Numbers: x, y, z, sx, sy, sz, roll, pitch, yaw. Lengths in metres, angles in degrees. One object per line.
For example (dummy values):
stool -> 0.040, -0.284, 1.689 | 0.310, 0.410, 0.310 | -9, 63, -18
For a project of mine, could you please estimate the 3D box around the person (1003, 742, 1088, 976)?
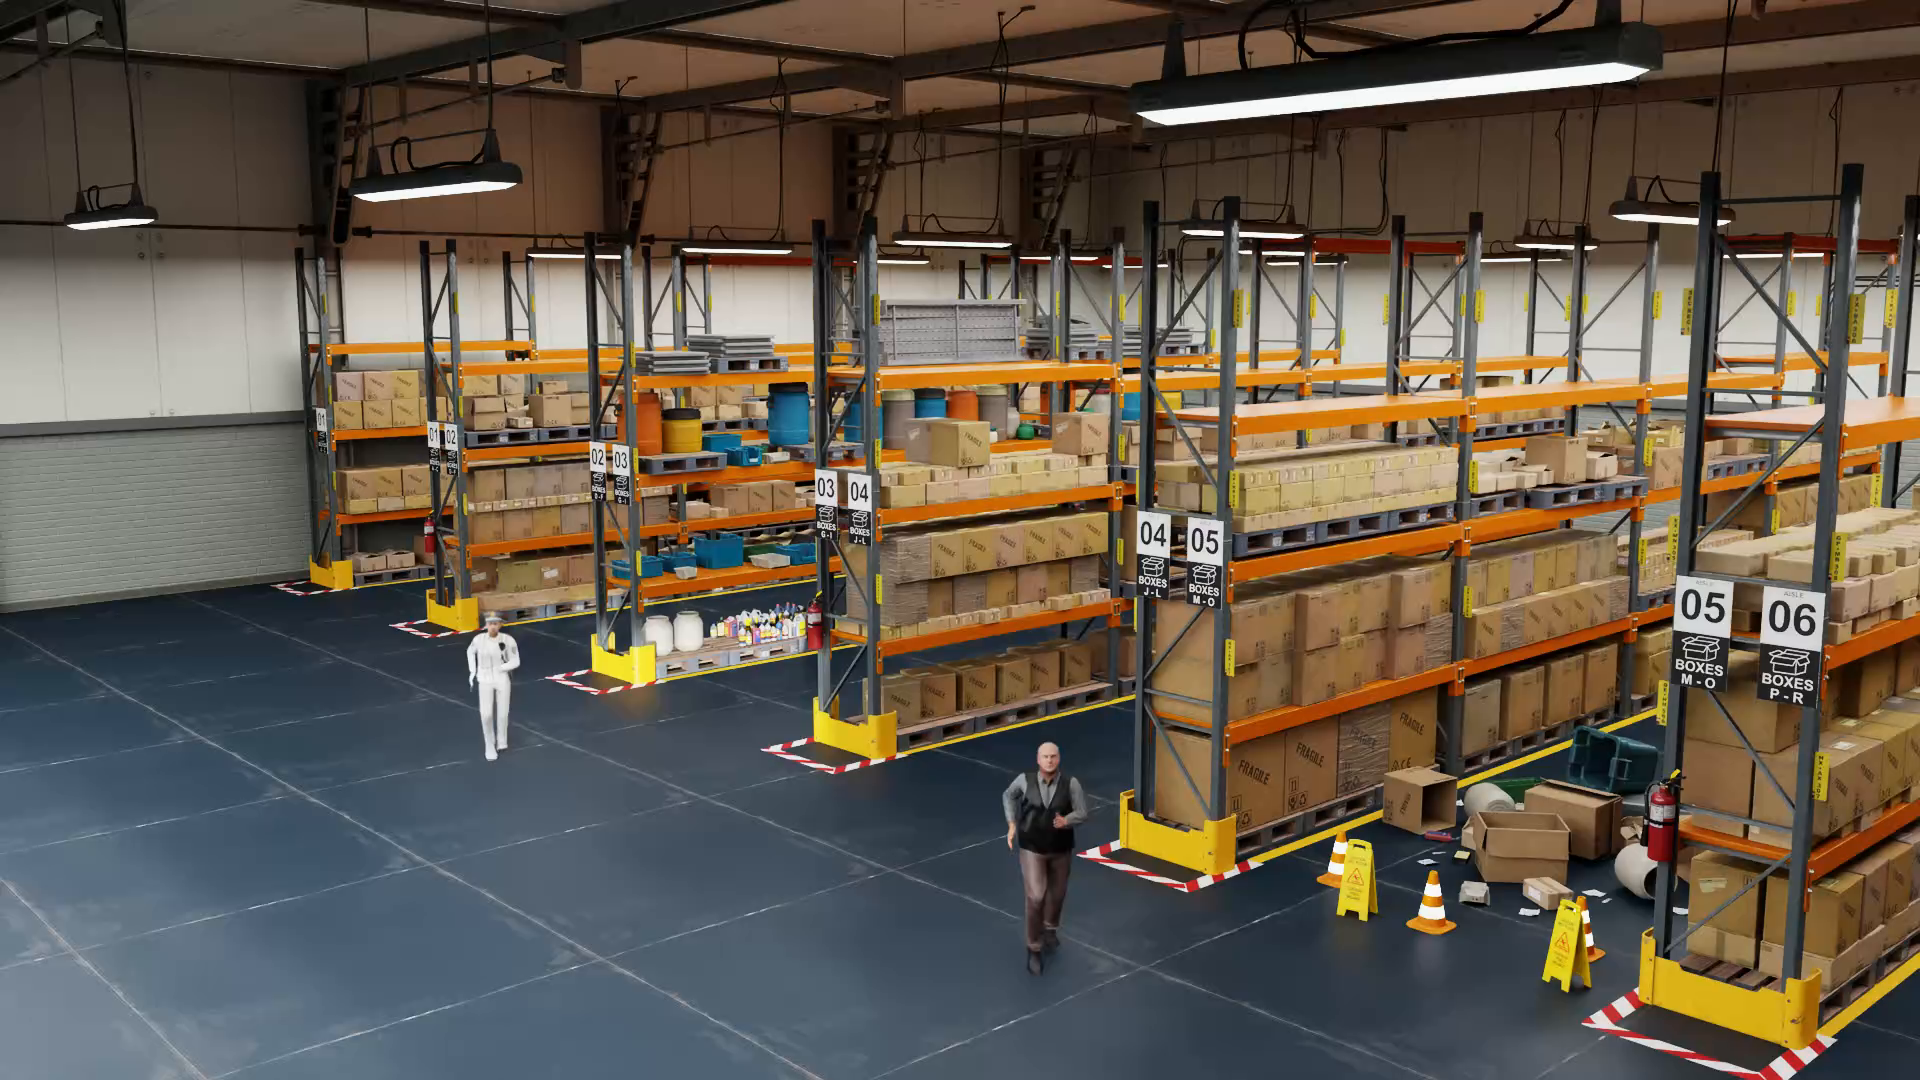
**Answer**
person -> 0.668, 2.445, 12.906 | 0.626, 1.781, 0.758 | -1, 8, -5

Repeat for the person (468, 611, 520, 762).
person -> -5.205, 1.622, 18.599 | 0.574, 1.714, 0.772 | -2, 9, -14

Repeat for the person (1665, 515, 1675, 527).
person -> 11.123, 0.469, 26.184 | 0.952, 1.756, 0.746 | -8, 11, -43
